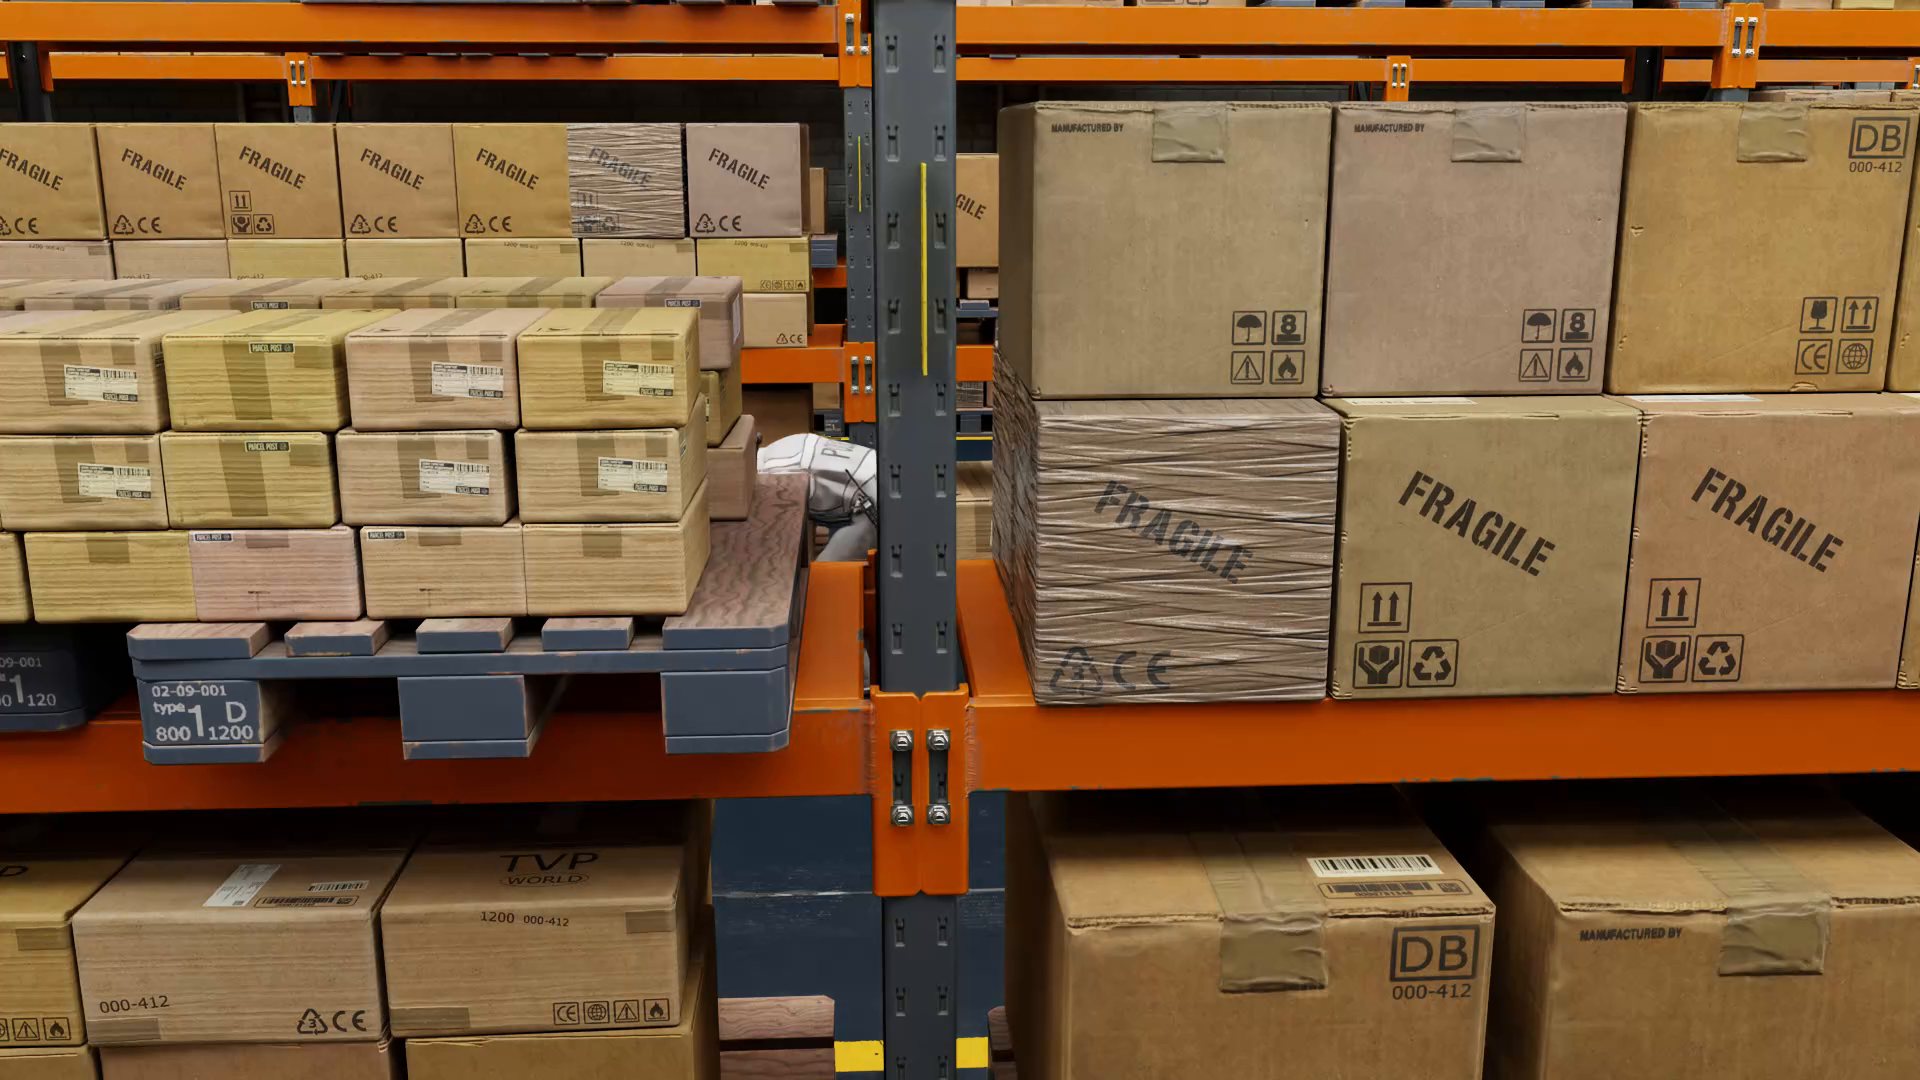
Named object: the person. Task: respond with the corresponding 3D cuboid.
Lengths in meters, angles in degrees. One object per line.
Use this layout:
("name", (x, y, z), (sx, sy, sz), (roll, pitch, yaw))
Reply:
("person", (-0.611, 0.069, 6.877), (0.930, 1.117, 0.440), (1, 14, 6))
